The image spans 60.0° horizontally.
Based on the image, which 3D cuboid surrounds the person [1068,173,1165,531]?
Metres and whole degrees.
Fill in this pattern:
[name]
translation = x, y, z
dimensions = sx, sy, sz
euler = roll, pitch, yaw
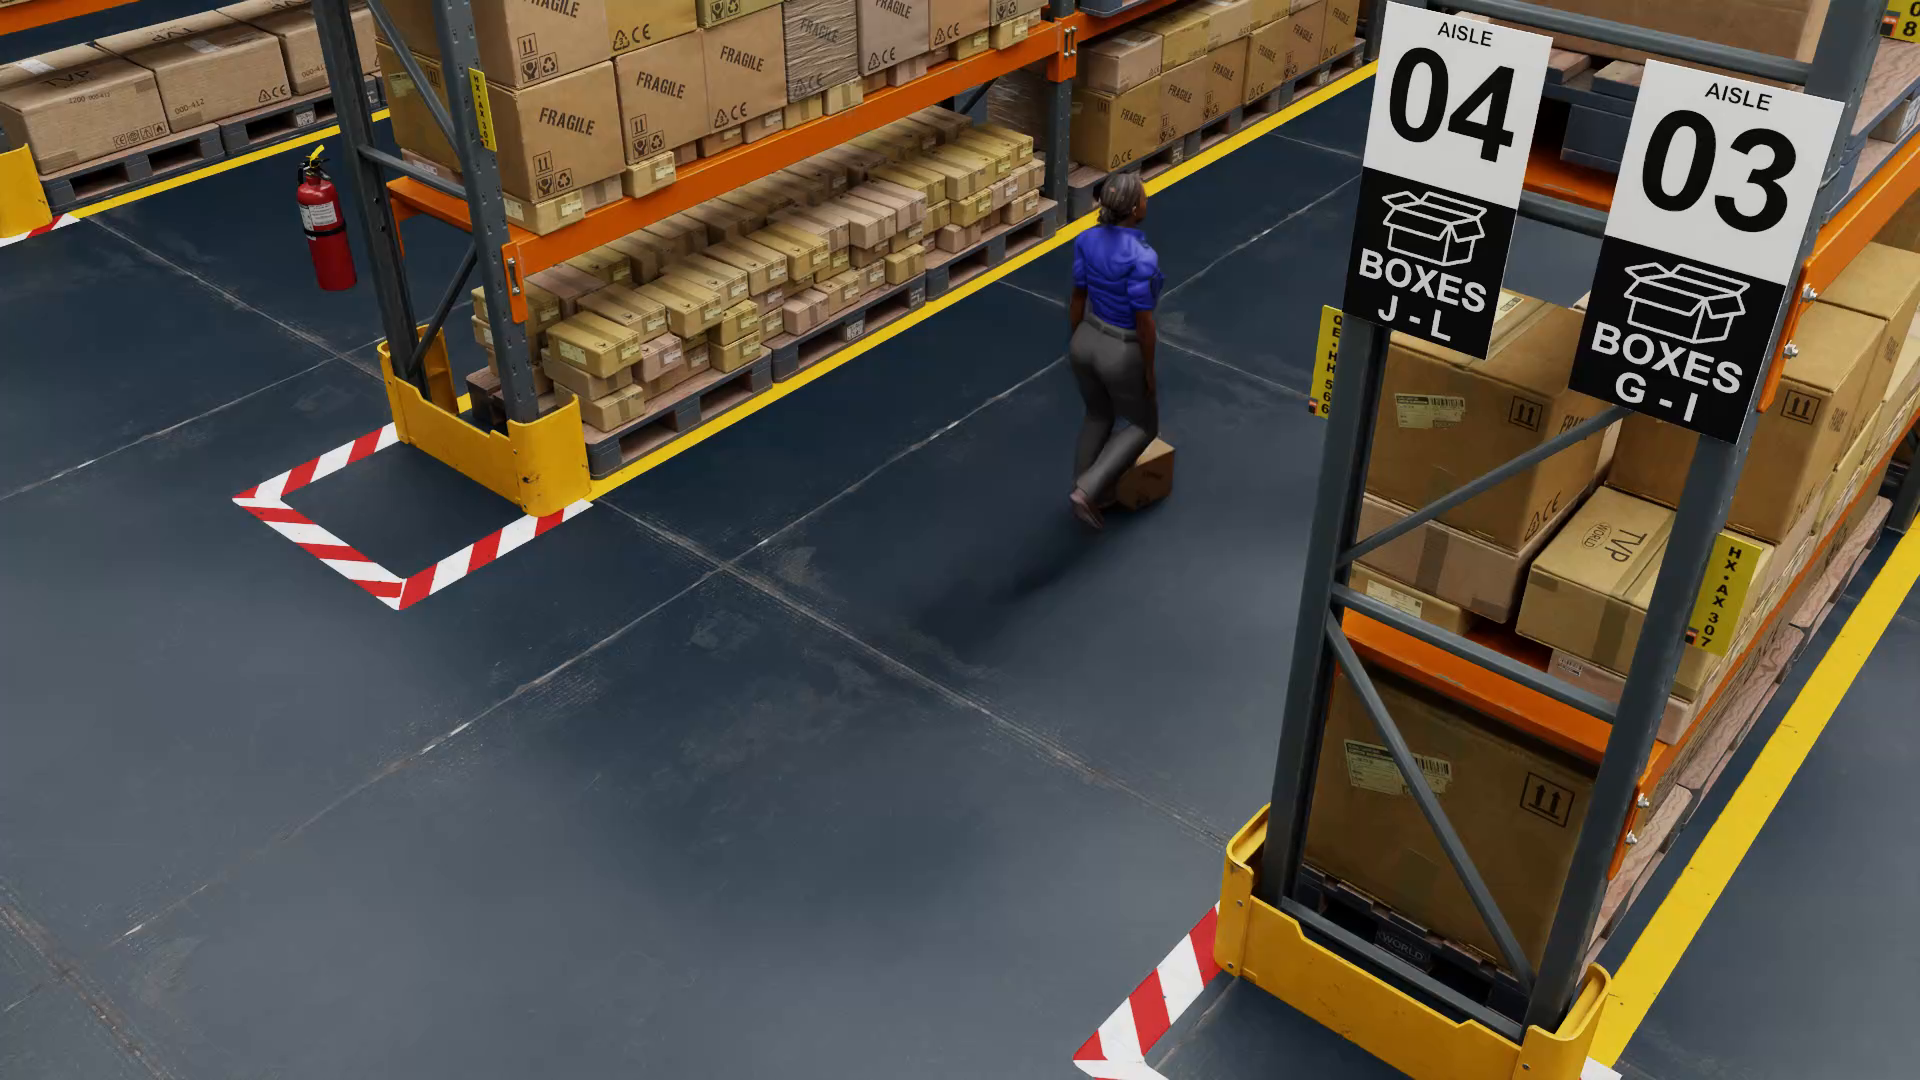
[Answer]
[person]
translation = 0.610, -0.770, 7.225
dimensions = 0.513, 1.643, 0.482
euler = -29, 44, -34
